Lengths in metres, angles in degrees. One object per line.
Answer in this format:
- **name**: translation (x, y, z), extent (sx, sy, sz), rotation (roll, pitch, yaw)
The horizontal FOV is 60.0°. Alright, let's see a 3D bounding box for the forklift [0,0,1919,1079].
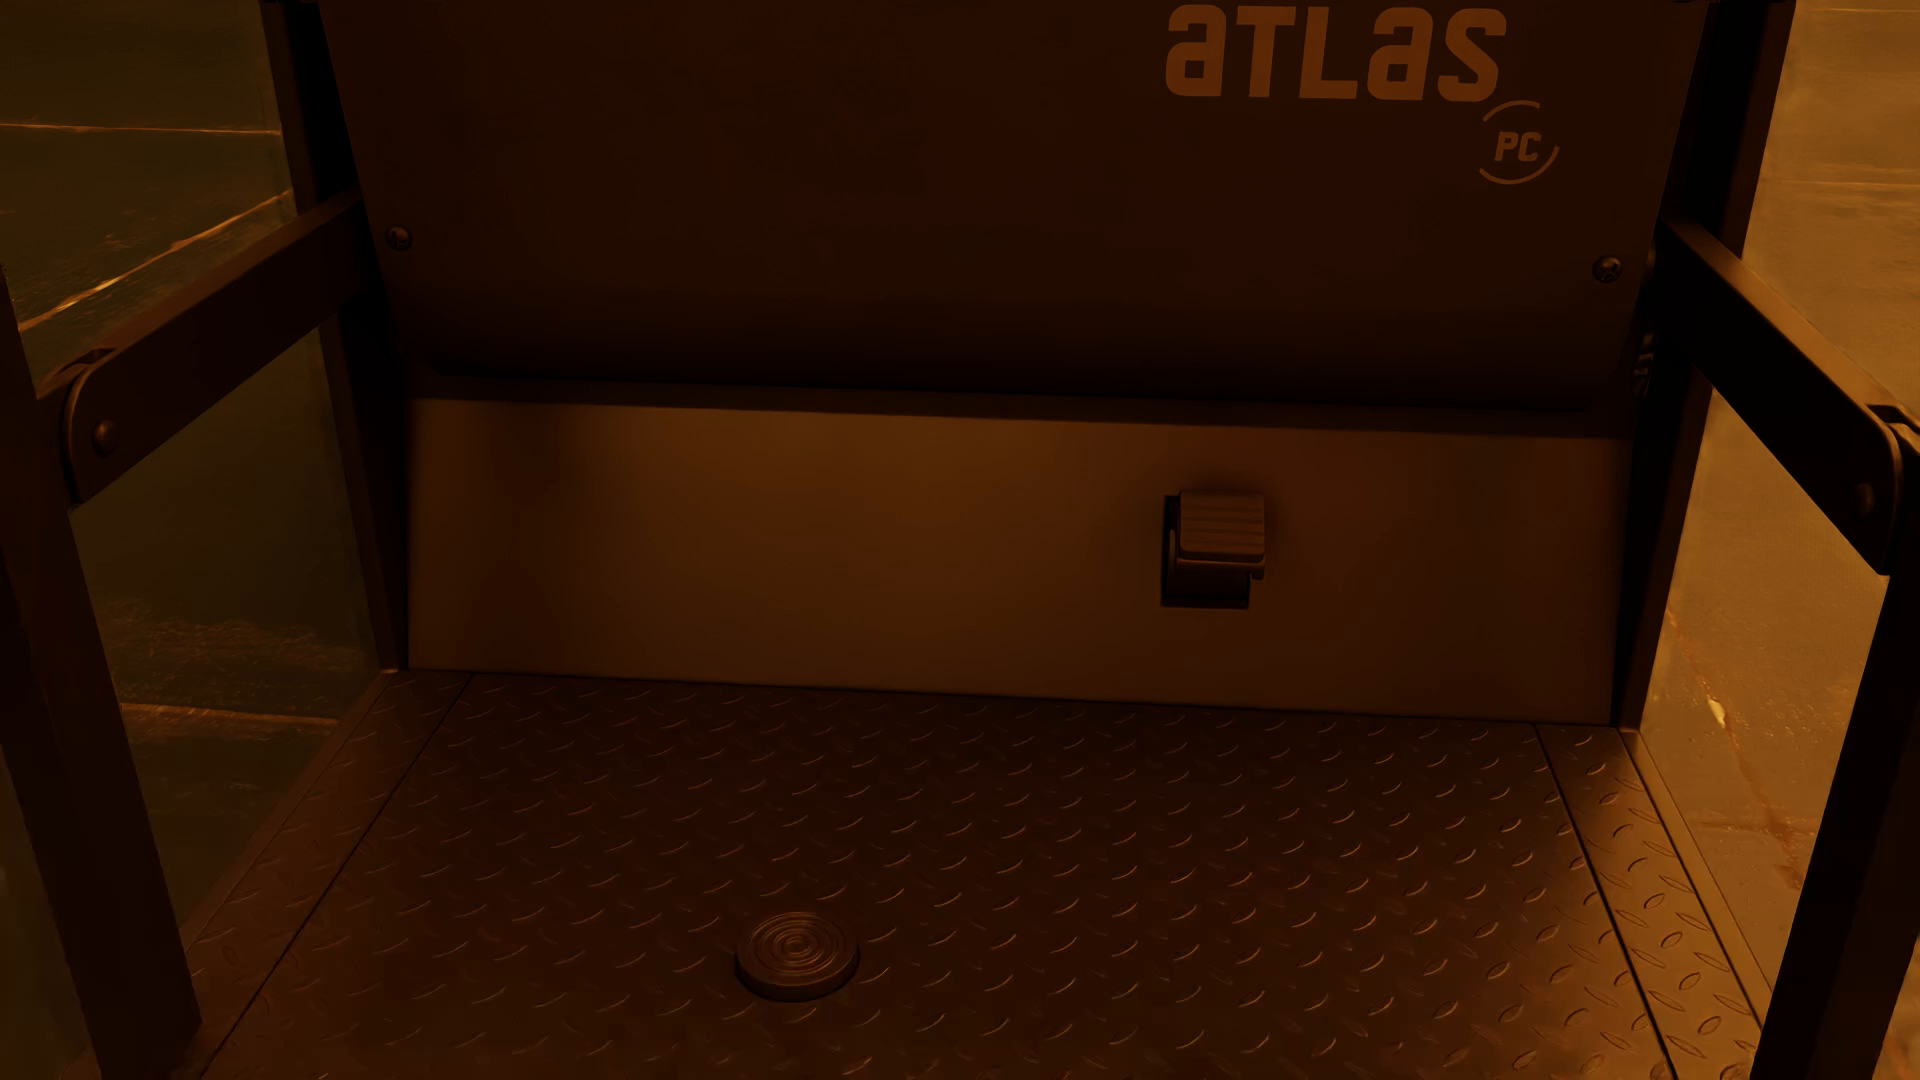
- **forklift**: translation (0.008, -0.764, 0.749), extent (1.130, 2.935, 3.031), rotation (2, 27, 5)
